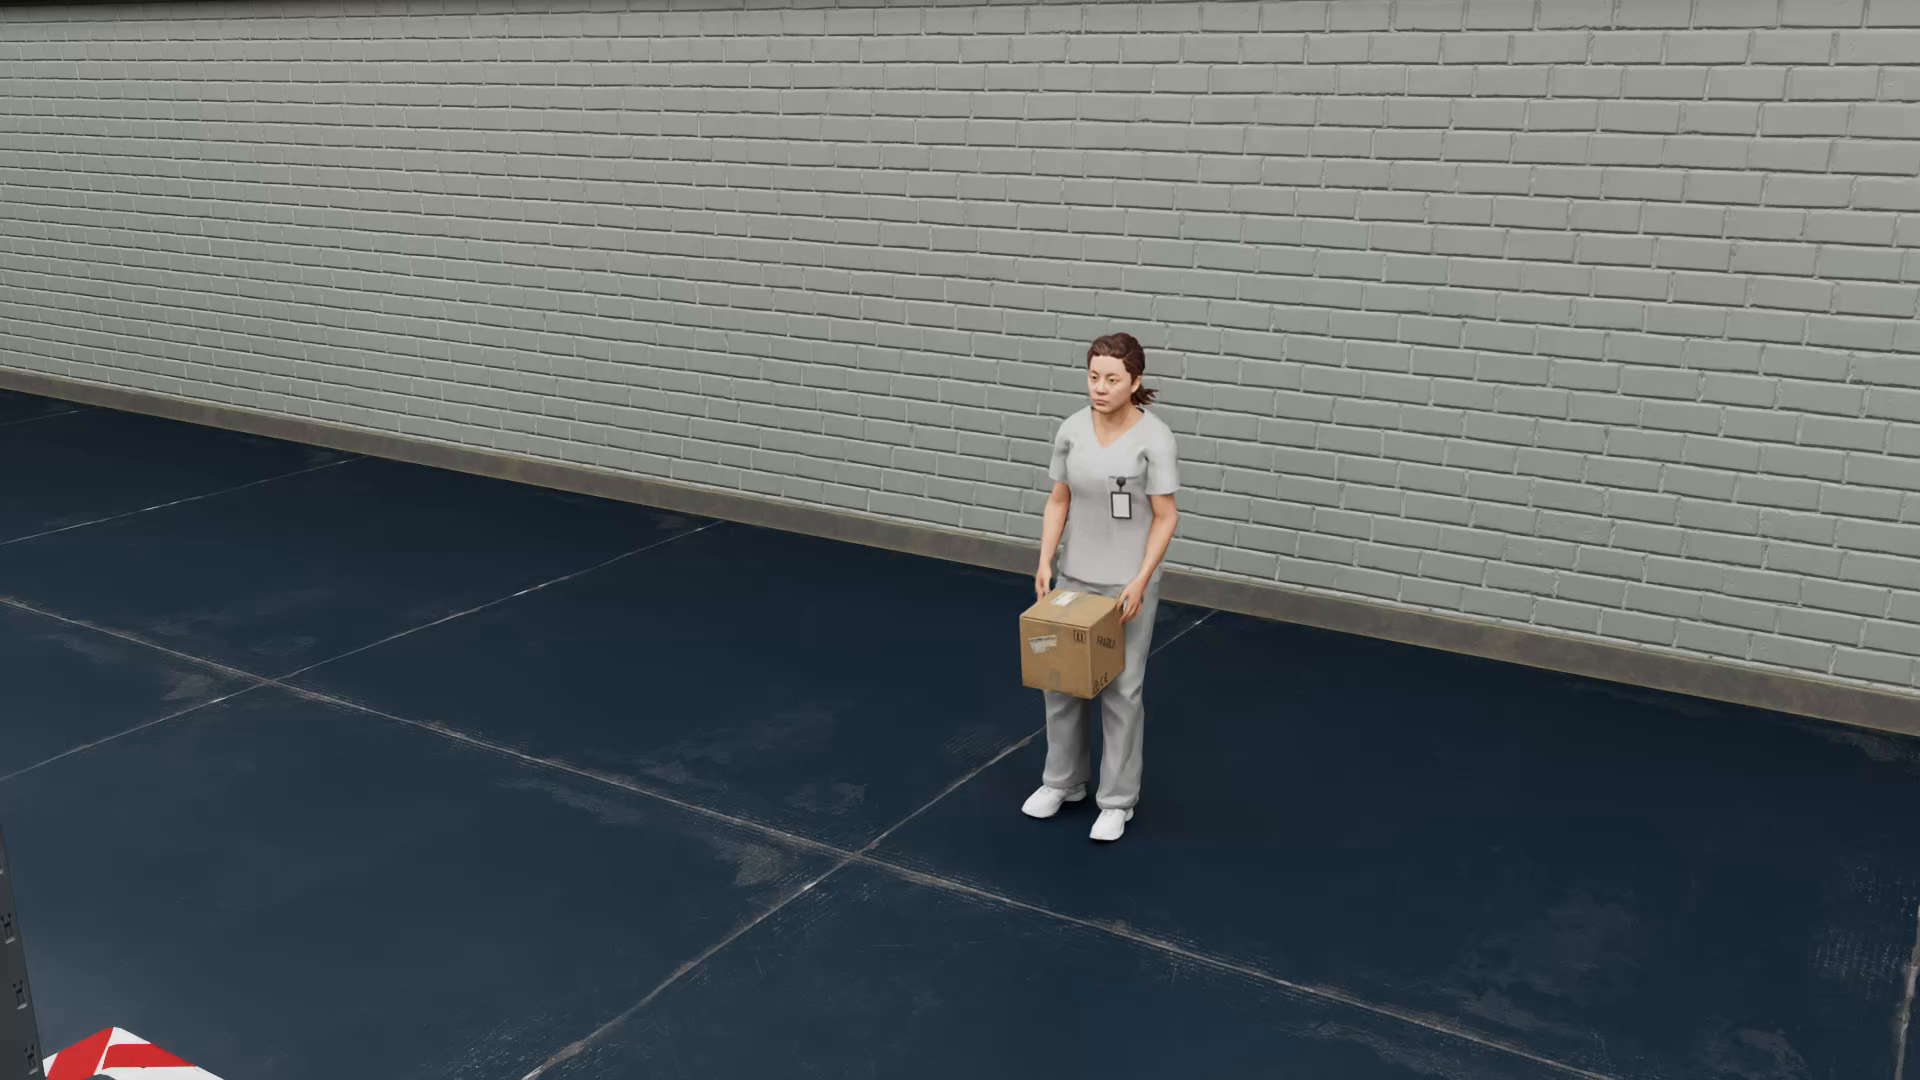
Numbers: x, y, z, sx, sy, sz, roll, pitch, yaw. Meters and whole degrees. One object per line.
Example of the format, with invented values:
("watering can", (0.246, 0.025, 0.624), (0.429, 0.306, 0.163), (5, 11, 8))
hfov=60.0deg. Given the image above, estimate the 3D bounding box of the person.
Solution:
("person", (0.473, 0.151, 5.511), (0.467, 1.676, 0.414), (9, 19, 29))
